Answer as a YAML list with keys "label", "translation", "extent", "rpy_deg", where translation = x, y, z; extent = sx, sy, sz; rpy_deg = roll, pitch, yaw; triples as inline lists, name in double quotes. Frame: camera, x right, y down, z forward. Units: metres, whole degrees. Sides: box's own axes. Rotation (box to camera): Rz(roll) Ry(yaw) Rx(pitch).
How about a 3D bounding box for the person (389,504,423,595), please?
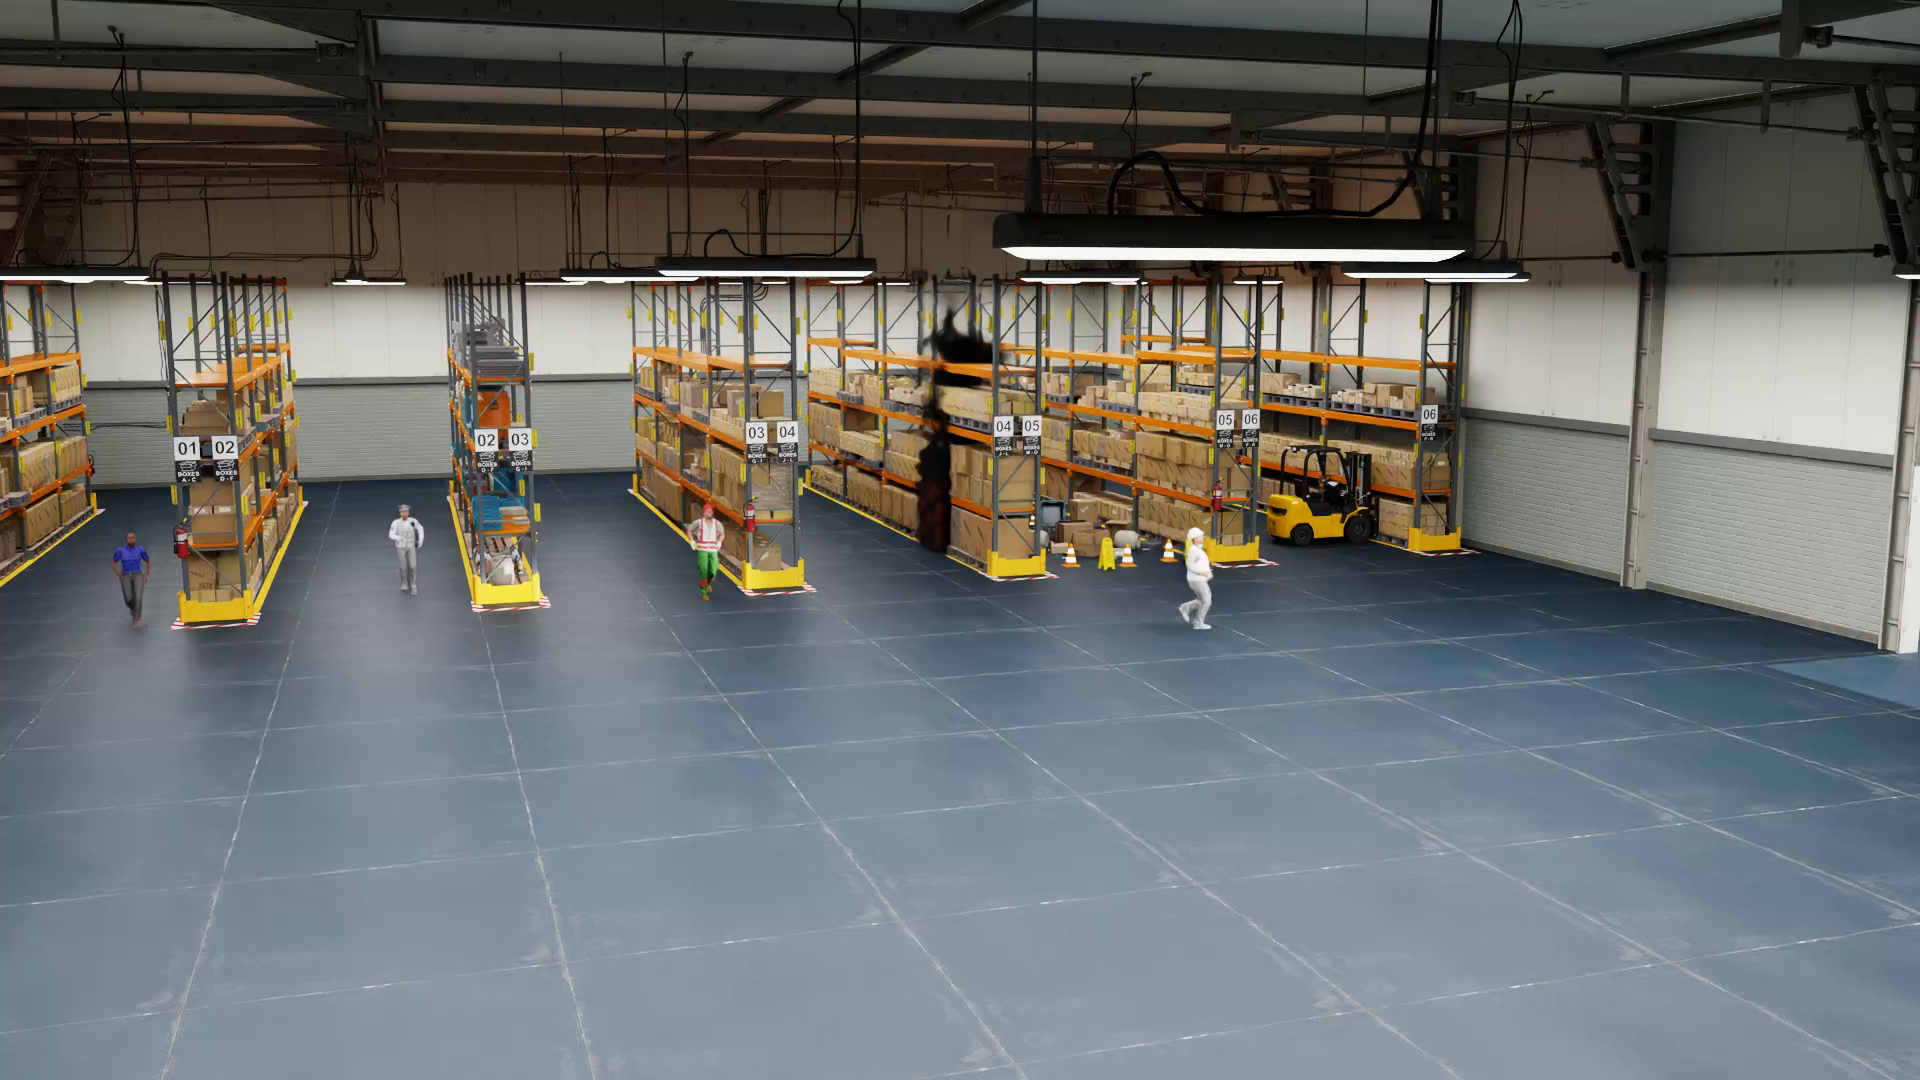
- label: "person"
  translation: [-10.424, 0.188, 31.357]
  extent: [0.623, 1.761, 0.719]
  rpy_deg: [-4, 9, -22]

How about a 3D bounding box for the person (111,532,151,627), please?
- label: "person"
  translation: [-14.151, 0.664, 28.437]
  extent: [0.610, 1.627, 0.522]
  rpy_deg: [-4, 9, -25]

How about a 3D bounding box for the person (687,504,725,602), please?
- label: "person"
  translation: [-4.691, 0.212, 30.950]
  extent: [0.695, 1.756, 0.908]
  rpy_deg: [-3, 9, -21]

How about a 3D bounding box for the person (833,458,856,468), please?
- label: "person"
  translation: [-3.584, -2.677, 49.821]
  extent: [1.053, 1.773, 0.713]
  rpy_deg: [-4, 10, -27]

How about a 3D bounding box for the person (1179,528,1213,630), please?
- label: "person"
  translation: [3.987, 0.651, 28.069]
  extent: [0.612, 1.721, 0.657]
  rpy_deg: [3, 9, 18]
